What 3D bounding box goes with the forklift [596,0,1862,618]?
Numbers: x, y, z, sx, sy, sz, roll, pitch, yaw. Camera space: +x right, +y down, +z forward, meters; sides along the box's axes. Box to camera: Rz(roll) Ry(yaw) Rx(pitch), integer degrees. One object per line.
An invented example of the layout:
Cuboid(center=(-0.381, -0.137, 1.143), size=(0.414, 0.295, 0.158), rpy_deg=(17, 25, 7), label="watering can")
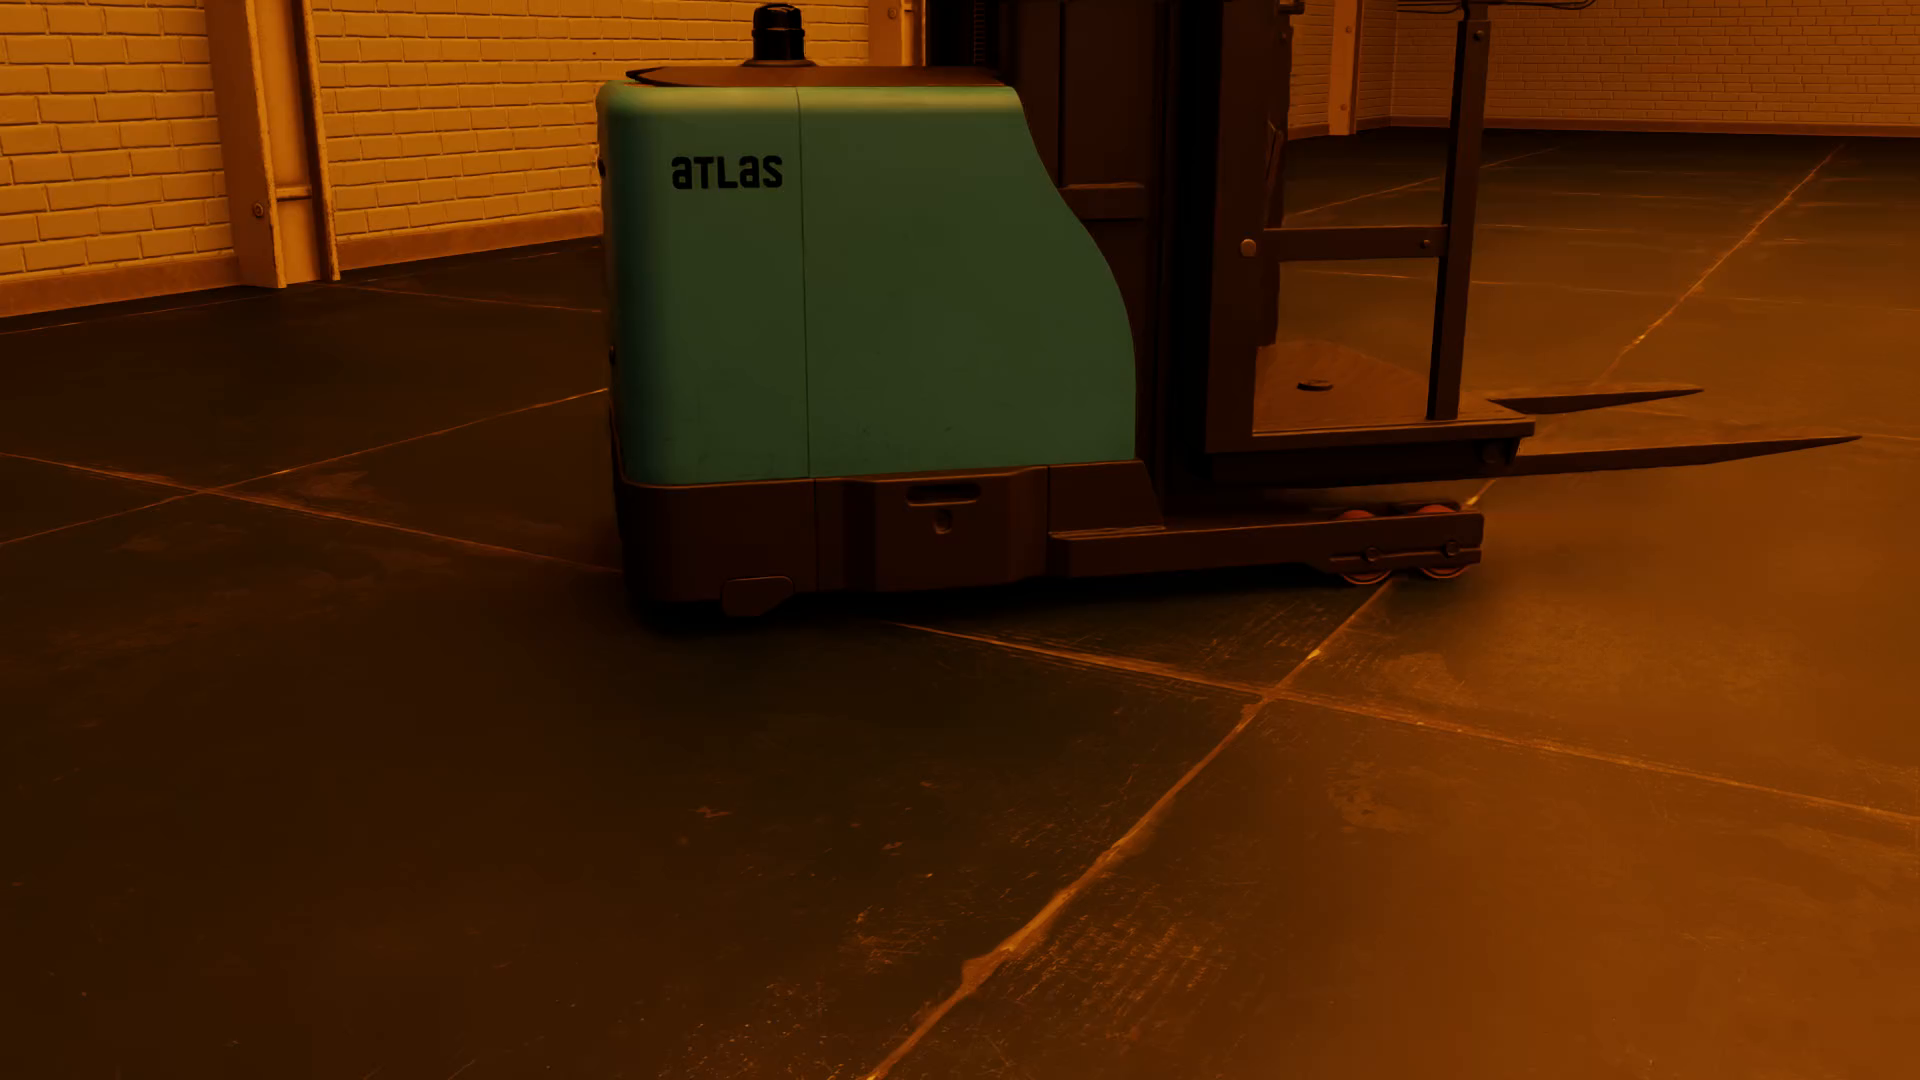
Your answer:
Cuboid(center=(0.694, -1.446, 3.762), size=(3.031, 2.935, 1.130), rpy_deg=(-4, 17, -13), label="forklift")
